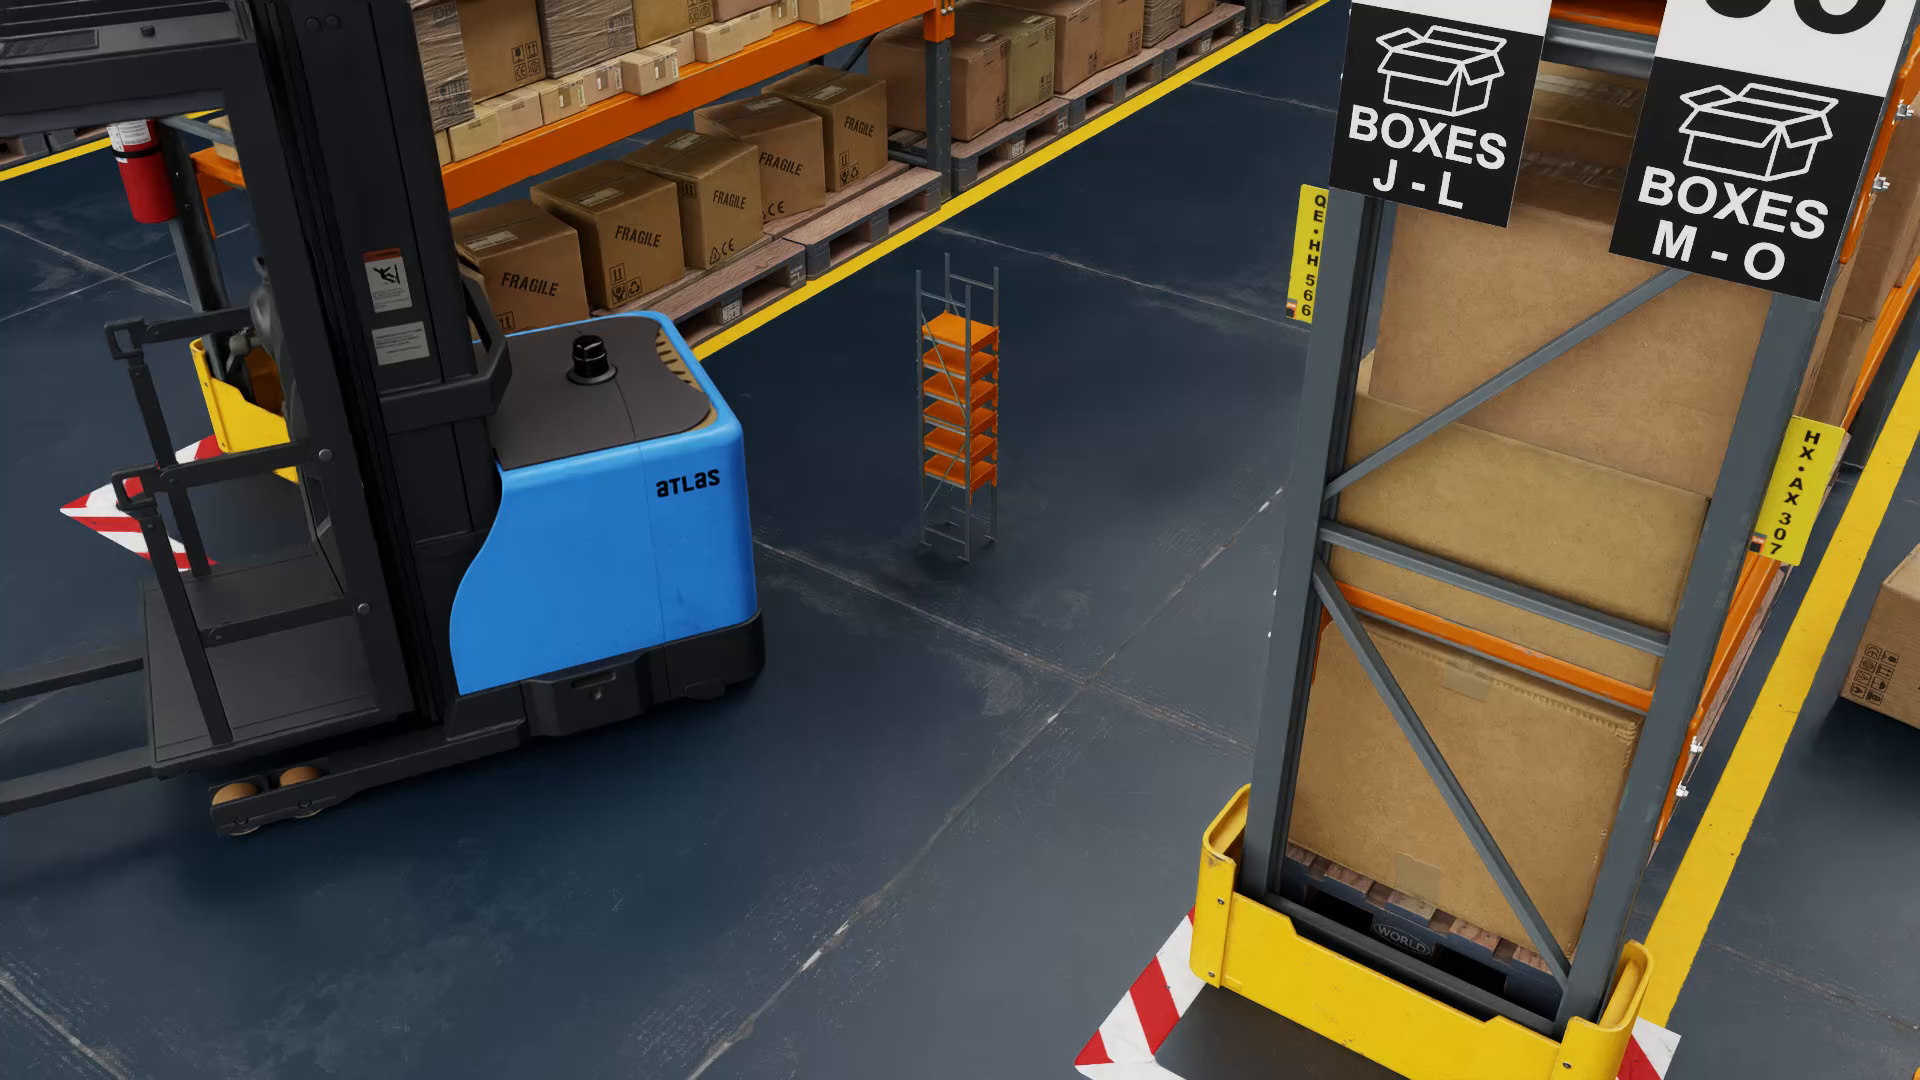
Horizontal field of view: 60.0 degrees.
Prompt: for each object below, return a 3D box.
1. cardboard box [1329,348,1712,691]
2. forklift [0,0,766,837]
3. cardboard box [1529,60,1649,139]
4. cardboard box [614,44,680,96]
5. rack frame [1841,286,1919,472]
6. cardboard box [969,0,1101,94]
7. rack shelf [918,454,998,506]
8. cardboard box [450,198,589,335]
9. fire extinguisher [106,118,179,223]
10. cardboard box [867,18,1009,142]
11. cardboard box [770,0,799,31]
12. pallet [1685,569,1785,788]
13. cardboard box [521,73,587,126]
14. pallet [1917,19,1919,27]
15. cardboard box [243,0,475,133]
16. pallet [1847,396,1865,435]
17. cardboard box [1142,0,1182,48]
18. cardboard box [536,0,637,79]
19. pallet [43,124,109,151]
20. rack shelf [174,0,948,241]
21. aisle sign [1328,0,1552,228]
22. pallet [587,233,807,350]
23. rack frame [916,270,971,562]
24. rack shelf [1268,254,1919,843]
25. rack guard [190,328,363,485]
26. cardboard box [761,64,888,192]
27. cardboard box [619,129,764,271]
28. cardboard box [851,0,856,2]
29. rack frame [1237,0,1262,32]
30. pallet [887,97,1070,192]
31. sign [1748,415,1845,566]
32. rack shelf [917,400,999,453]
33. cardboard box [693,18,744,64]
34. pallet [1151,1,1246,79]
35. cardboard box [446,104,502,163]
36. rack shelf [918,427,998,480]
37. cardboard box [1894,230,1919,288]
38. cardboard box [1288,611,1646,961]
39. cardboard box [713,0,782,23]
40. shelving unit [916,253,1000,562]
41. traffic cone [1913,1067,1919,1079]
[{"bbox_3d":[1.416,-0.133,4.135,0.875,0.550,0.550,21,39,28],"label":"cardboard box"},{"bbox_3d":[-2.259,-0.604,5.027,3.031,2.935,1.130,-14,37,-20],"label":"forklift"},{"bbox_3d":[1.723,-0.836,4.211,0.875,0.550,0.550,21,39,28],"label":"cardboard box"},{"bbox_3d":[-1.482,-2.127,7.442,0.380,0.149,0.250,21,39,28],"label":"cardboard box"},{"bbox_3d":[3.523,-1.727,6.625,1.000,3.000,0.127,21,39,28],"label":"rack frame"},{"bbox_3d":[0.479,-3.251,10.718,0.700,0.500,0.500,18,38,24],"label":"cardboard box"},{"bbox_3d":[-0.008,-0.255,6.563,0.258,0.103,0.180,21,39,28],"label":"rack shelf"},{"bbox_3d":[-2.093,-1.223,7.737,0.500,0.500,0.500,-25,41,-32],"label":"cardboard box"},{"bbox_3d":[-3.219,-1.579,6.476,0.296,0.674,0.183,21,39,28],"label":"fire extinguisher"},{"bbox_3d":[-0.127,-2.780,10.022,0.700,0.500,0.500,18,38,25],"label":"cardboard box"},{"bbox_3d":[-1.020,-2.629,8.184,0.380,0.149,0.250,21,39,28],"label":"cardboard box"},{"bbox_3d":[2.330,0.317,6.092,1.003,0.211,1.213,21,39,28],"label":"pallet"},{"bbox_3d":[-1.830,-1.921,7.137,0.380,0.149,0.250,21,39,28],"label":"cardboard box"},{"bbox_3d":[1.656,-1.436,3.598,1.003,0.211,1.213,21,39,28],"label":"pallet"},{"bbox_3d":[-2.439,-1.926,6.565,0.875,0.500,0.500,21,39,28],"label":"cardboard box"},{"bbox_3d":[3.901,-0.951,7.967,1.003,0.211,1.213,21,39,28],"label":"pallet"},{"bbox_3d":[1.115,-3.771,11.487,0.700,0.500,0.500,18,38,24],"label":"cardboard box"},{"bbox_3d":[-1.932,-2.410,7.282,0.875,0.500,0.500,21,39,28],"label":"cardboard box"},{"bbox_3d":[-5.676,-2.925,10.886,1.003,0.211,1.213,21,39,28],"label":"pallet"},{"bbox_3d":[-1.635,-2.139,7.877,1.077,0.370,4.000,21,39,28],"label":"rack shelf"},{"bbox_3d":[0.955,-1.026,3.269,0.394,0.787,0.004,21,39,28],"label":"aisle sign"},{"bbox_3d":[-1.543,-1.318,8.511,1.003,0.211,1.213,21,39,28],"label":"pallet"},{"bbox_3d":[-0.060,-0.448,6.342,0.240,1.200,0.006,21,39,28],"label":"rack frame"},{"bbox_3d":[2.382,-0.508,5.466,1.077,0.370,4.000,21,39,28],"label":"rack shelf"},{"bbox_3d":[-2.732,-0.516,7.067,1.175,0.500,0.348,21,39,28],"label":"rack guard"},{"bbox_3d":[-0.756,-2.325,9.366,0.500,0.500,0.500,20,39,27],"label":"cardboard box"},{"bbox_3d":[-1.365,-1.748,8.513,0.500,0.500,0.500,18,38,24],"label":"cardboard box"},{"bbox_3d":[-0.718,-2.853,8.515,0.380,0.149,0.250,21,39,28],"label":"cardboard box"},{"bbox_3d":[1.786,-5.198,11.759,1.000,3.000,0.127,21,39,28],"label":"rack frame"},{"bbox_3d":[-0.052,-2.561,10.349,1.003,0.211,1.213,21,39,28],"label":"pallet"},{"bbox_3d":[1.694,-0.097,3.372,0.100,0.325,0.005,21,39,28],"label":"sign"},{"bbox_3d":[-0.008,-0.454,6.429,0.258,0.103,0.180,21,39,28],"label":"rack shelf"},{"bbox_3d":[-1.243,-2.375,7.808,0.380,0.149,0.250,21,39,28],"label":"cardboard box"},{"bbox_3d":[1.339,-3.684,12.009,1.003,0.211,1.213,21,39,28],"label":"pallet"},{"bbox_3d":[-2.104,-1.687,6.791,0.380,0.149,0.250,21,39,28],"label":"cardboard box"},{"bbox_3d":[-0.008,-0.354,6.496,0.258,0.103,0.180,21,39,28],"label":"rack shelf"},{"bbox_3d":[3.027,-1.355,5.942,0.875,0.550,0.550,21,39,28],"label":"cardboard box"},{"bbox_3d":[1.574,0.487,4.874,0.875,0.875,0.875,21,40,28],"label":"cardboard box"},{"bbox_3d":[-1.318,-2.853,7.937,0.875,0.500,0.500,21,39,28],"label":"cardboard box"},{"bbox_3d":[-0.008,-0.490,6.404,0.258,1.200,0.189,21,39,28],"label":"shelving unit"},{"bbox_3d":[2.711,1.374,4.305,0.336,0.463,0.334,21,39,28],"label":"traffic cone"}]
